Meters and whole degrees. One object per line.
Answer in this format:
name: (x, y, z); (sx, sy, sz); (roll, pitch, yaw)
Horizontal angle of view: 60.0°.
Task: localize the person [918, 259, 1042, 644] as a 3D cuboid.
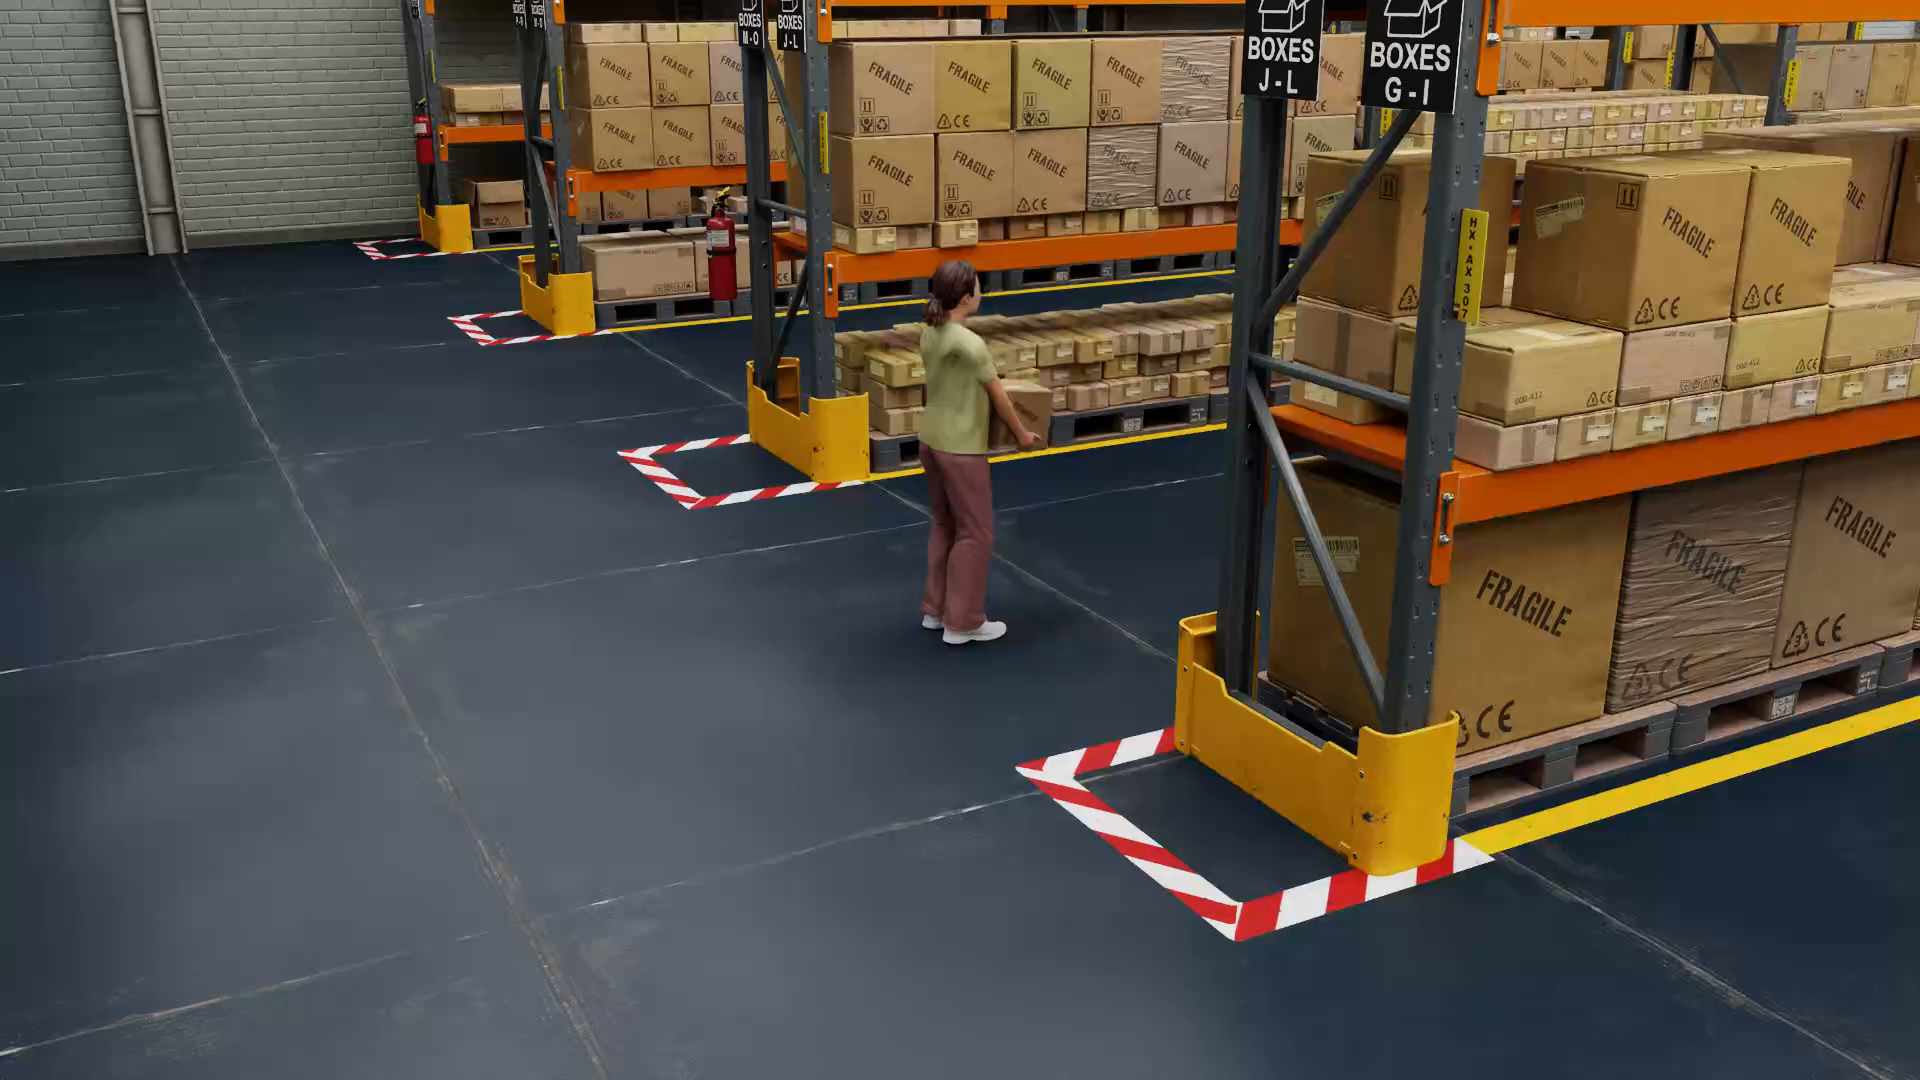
person: (0.065, -0.393, 7.252); (0.514, 1.669, 0.406); (-10, 21, -27)
